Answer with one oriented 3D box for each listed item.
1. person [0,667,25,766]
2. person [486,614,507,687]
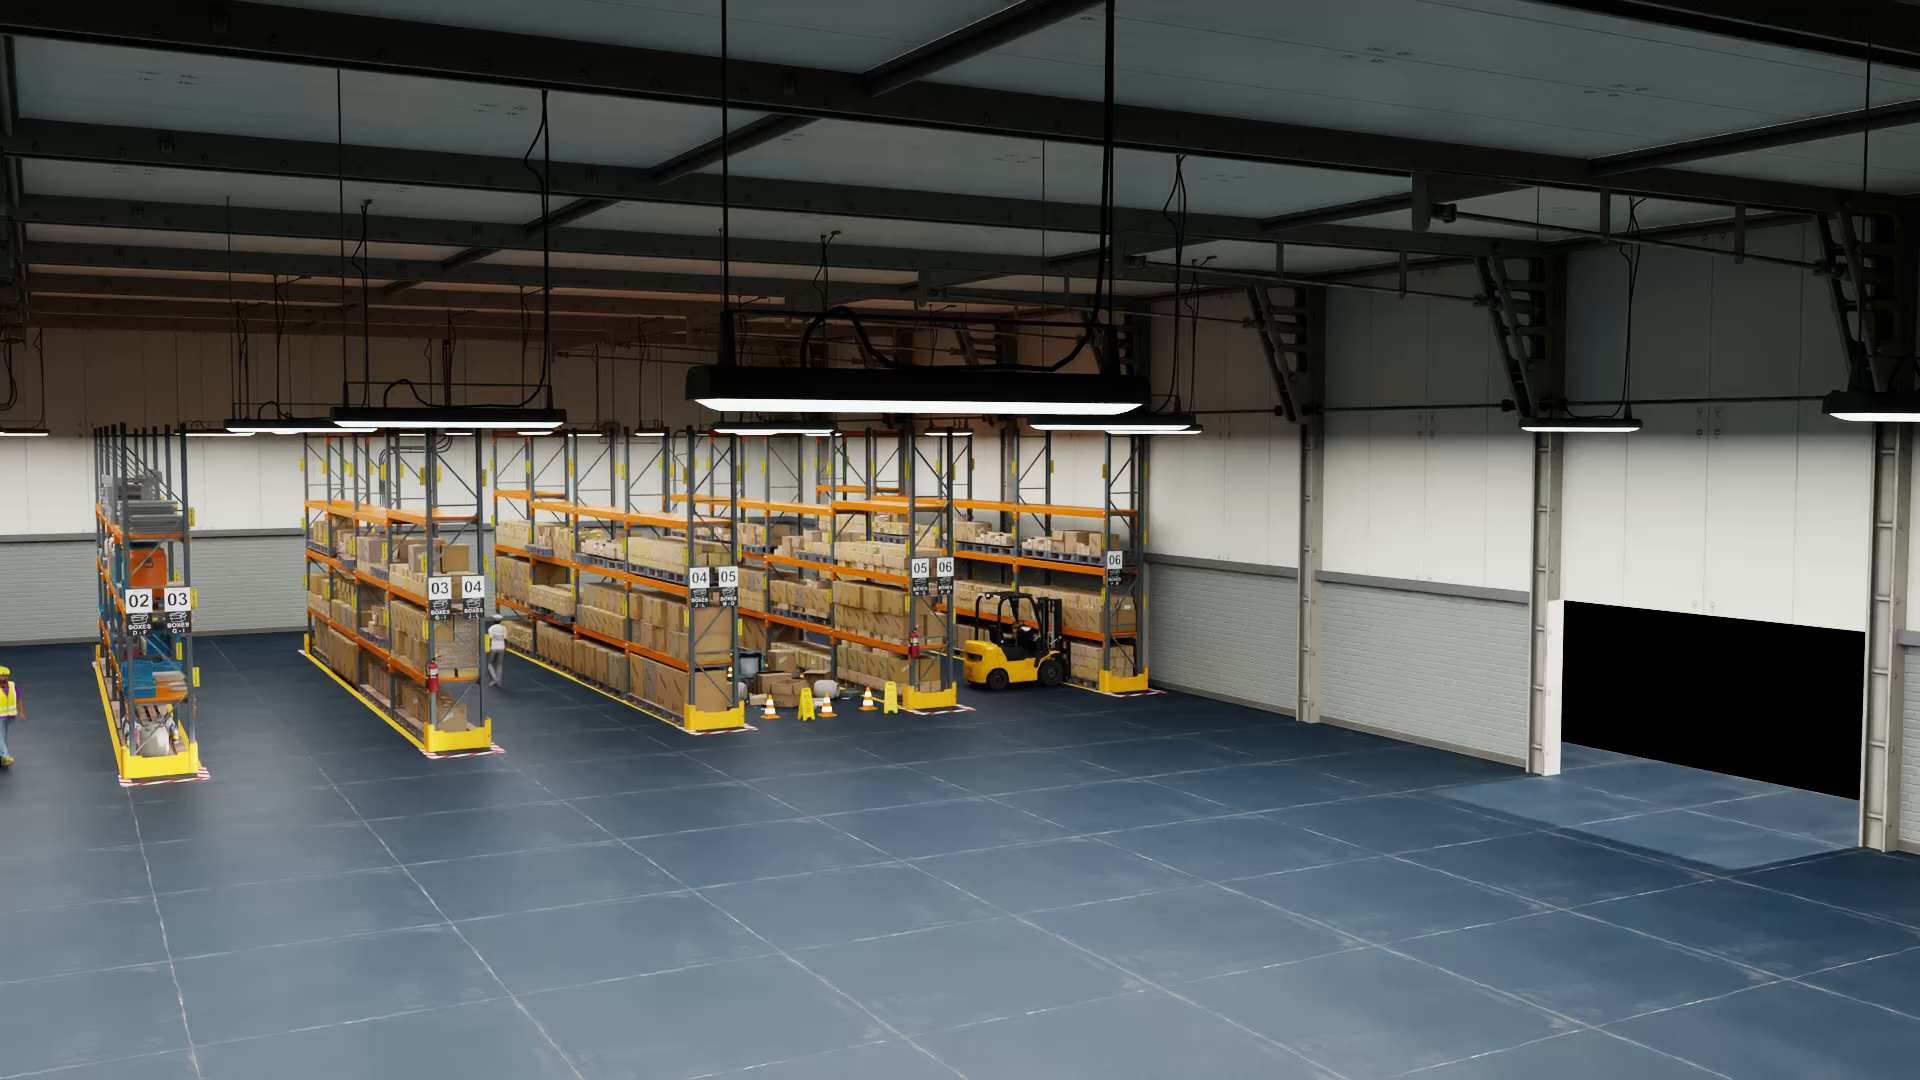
[{"bbox_3d":[-16.708,3.075,29.115,1.082,1.699,0.596,2,4,31],"label":"person"},{"bbox_3d":[-10.671,2.561,38.336,0.490,1.668,0.449,-2,4,-30],"label":"person"}]
